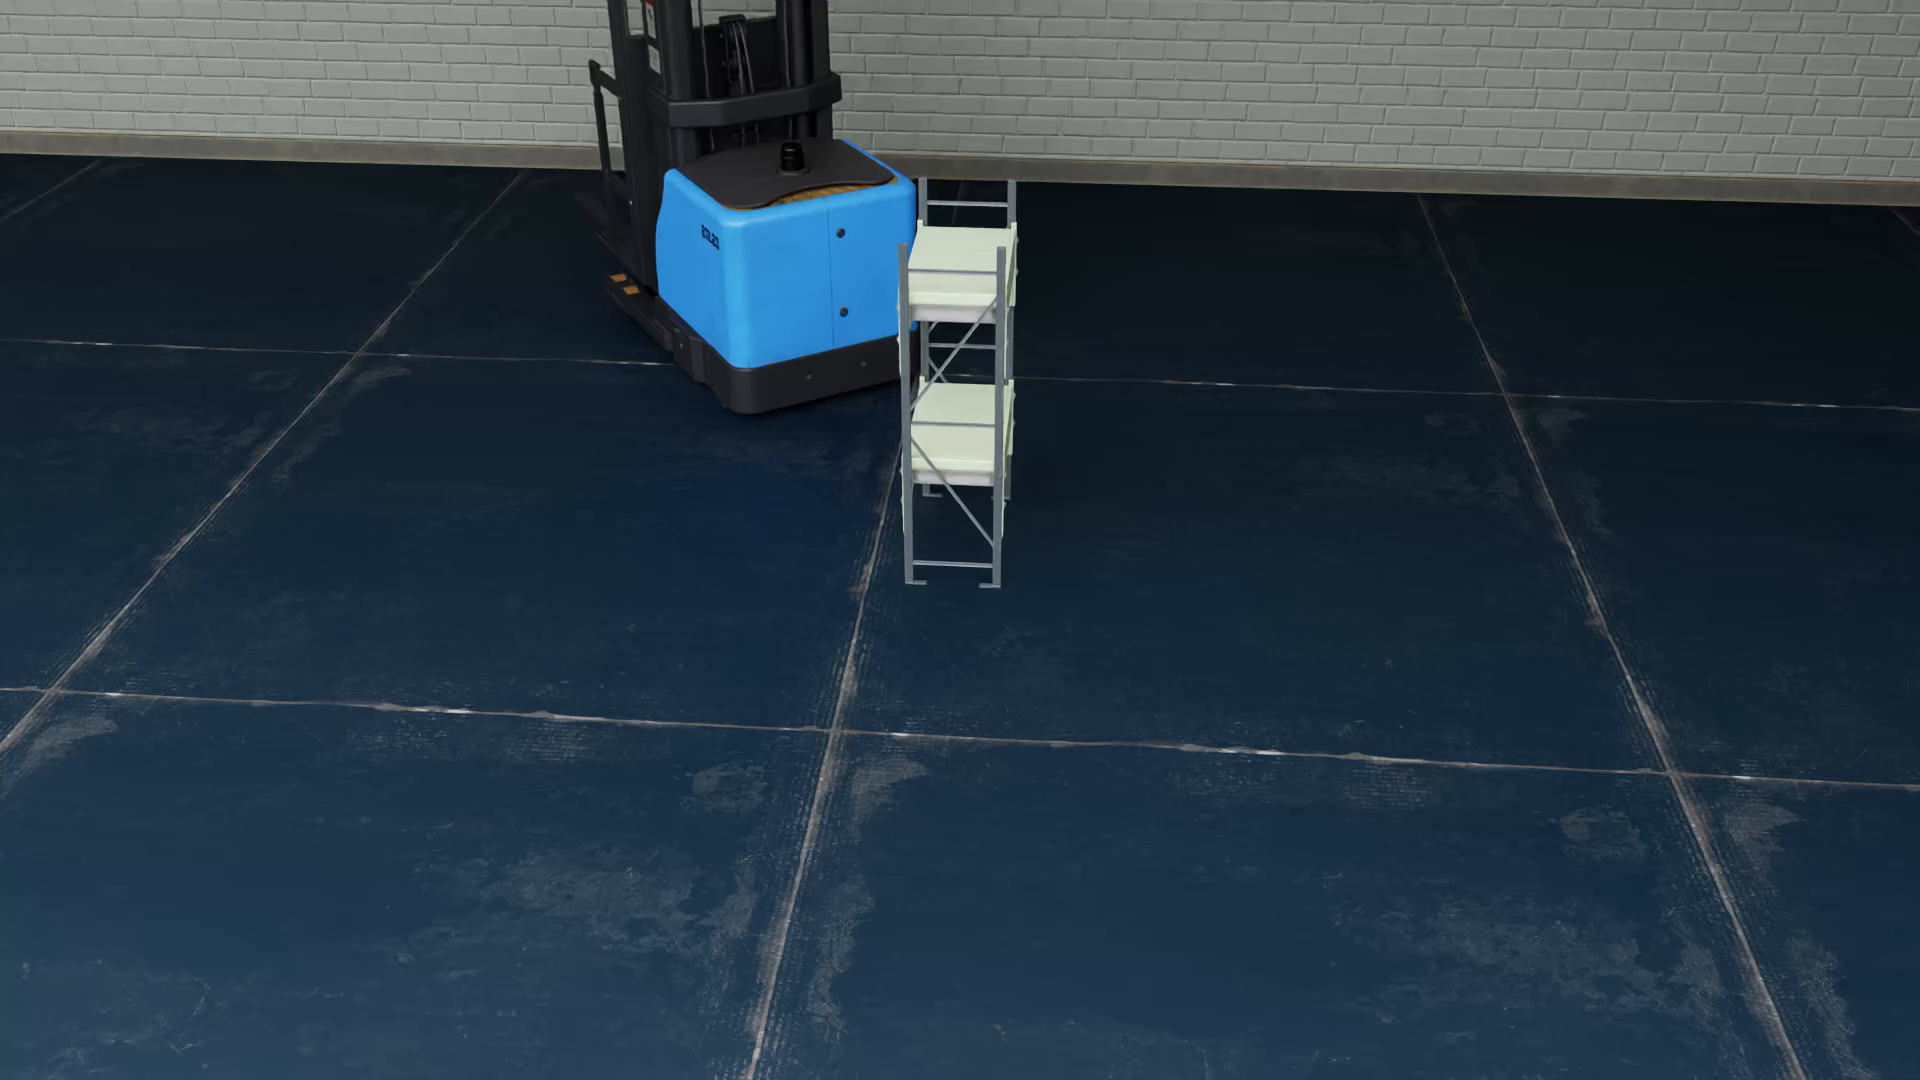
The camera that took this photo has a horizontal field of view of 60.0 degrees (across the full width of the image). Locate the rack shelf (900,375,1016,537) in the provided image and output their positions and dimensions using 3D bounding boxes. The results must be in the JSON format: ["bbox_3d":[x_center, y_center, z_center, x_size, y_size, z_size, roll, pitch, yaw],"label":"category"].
[{"bbox_3d":[0.001,-0.364,7.033,0.431,0.370,0.720,2,32,4],"label":"rack shelf"}]

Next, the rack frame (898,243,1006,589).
[{"bbox_3d":[-0.029,-0.451,6.552,0.400,1.500,0.023,2,32,4],"label":"rack frame"}]

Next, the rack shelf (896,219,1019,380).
[{"bbox_3d":[0.001,-0.974,6.657,0.431,0.370,0.720,2,32,4],"label":"rack shelf"}]

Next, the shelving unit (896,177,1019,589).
[{"bbox_3d":[0.001,-0.642,6.862,0.431,1.500,0.755,2,32,4],"label":"shelving unit"}]

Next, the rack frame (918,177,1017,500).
[{"bbox_3d":[0.030,-0.833,7.173,0.400,1.500,0.023,2,32,4],"label":"rack frame"}]

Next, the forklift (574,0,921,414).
[{"bbox_3d":[-1.358,-2.605,8.684,1.130,2.935,3.031,-17,35,-25],"label":"forklift"}]
